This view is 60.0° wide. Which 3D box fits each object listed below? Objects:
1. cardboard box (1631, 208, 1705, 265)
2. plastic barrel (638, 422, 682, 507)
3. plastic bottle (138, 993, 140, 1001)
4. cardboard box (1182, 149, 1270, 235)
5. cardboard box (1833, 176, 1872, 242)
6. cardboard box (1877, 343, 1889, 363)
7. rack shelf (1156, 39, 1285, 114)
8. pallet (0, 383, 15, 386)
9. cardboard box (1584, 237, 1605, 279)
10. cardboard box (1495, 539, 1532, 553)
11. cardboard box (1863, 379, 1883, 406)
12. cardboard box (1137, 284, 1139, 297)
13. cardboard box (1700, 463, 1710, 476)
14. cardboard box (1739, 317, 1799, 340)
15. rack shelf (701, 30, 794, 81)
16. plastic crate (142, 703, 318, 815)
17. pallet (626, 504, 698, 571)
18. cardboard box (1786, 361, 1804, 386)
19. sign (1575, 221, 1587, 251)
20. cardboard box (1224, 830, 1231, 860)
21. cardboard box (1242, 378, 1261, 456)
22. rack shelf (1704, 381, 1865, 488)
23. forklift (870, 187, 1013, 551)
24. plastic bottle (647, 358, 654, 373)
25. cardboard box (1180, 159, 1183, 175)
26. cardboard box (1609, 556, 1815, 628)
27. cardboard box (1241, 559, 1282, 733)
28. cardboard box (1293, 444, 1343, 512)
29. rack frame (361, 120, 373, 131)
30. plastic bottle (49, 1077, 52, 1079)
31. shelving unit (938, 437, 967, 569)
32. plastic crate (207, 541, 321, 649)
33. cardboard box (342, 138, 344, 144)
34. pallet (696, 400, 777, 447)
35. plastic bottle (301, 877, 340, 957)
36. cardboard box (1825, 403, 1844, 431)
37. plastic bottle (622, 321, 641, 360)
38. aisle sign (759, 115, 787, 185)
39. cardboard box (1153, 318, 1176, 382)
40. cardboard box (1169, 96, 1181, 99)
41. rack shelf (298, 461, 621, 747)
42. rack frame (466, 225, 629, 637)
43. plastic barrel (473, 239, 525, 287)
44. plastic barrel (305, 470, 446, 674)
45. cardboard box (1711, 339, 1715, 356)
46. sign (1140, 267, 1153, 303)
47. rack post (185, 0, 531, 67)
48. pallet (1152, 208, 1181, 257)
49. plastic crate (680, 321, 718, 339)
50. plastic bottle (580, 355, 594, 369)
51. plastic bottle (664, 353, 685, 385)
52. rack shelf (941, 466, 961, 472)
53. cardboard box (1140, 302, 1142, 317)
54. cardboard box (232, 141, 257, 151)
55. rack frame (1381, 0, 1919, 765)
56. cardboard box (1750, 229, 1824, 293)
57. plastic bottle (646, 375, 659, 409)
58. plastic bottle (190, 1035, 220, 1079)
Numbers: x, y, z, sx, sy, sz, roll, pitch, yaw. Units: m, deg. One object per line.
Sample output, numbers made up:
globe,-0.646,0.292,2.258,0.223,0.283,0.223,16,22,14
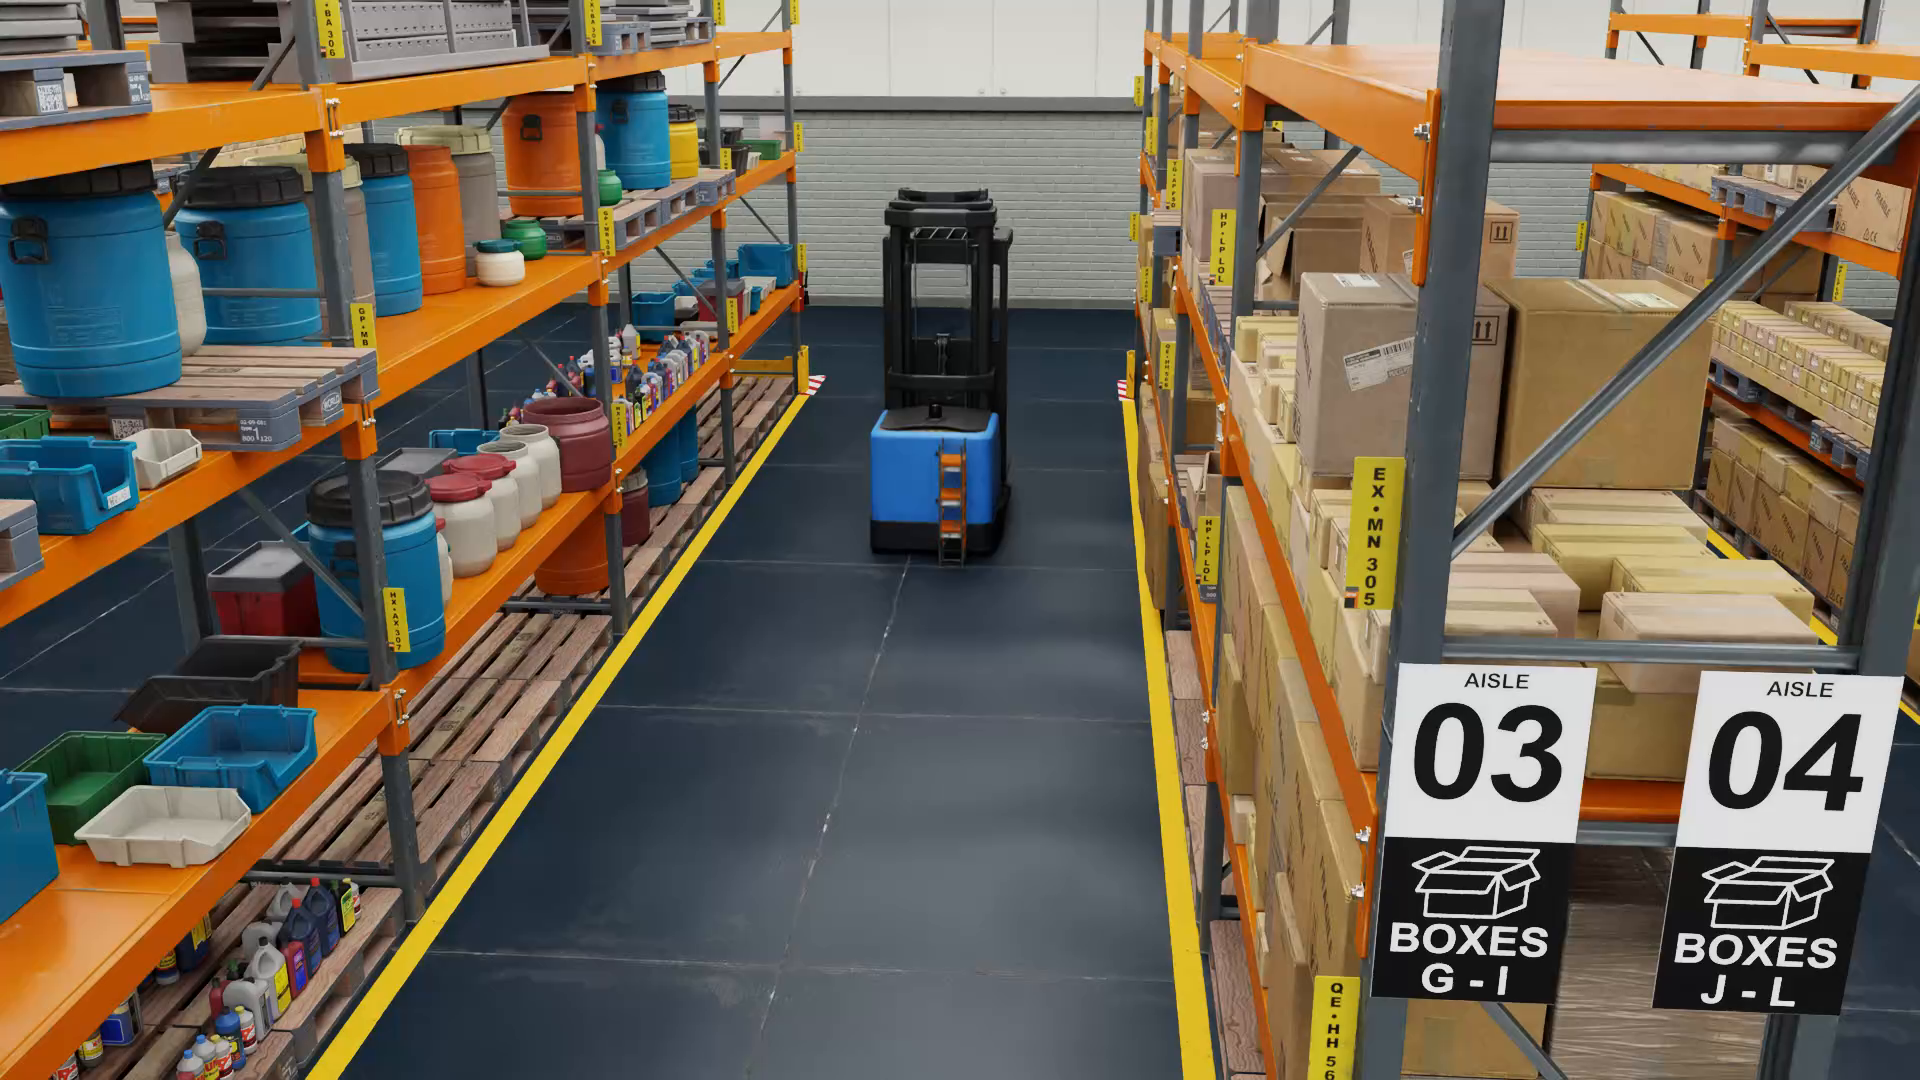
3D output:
cardboard box,7.067,-3.028,16.603,0.500,0.500,0.500,1,18,2
plastic barrel,-2.788,-0.798,14.737,0.600,0.901,0.708,1,18,4
plastic bottle,-3.713,1.934,7.377,0.097,0.271,0.097,0,18,0
cardboard box,1.682,-2.202,10.544,0.500,0.500,0.500,1,18,4
cardboard box,6.763,-2.456,12.123,0.500,0.500,0.500,1,18,4
cardboard box,7.231,-1.400,12.651,0.380,0.149,0.250,2,18,6
rack shelf,2.116,-3.571,12.668,1.077,0.370,4.000,1,18,4
pallet,-7.773,-1.366,14.084,1.003,0.211,1.213,1,18,4
cardboard box,7.178,-3.029,18.213,0.500,0.500,0.500,2,18,7
cardboard box,1.722,0.195,4.434,0.500,0.250,0.500,1,18,3
cardboard box,6.490,-1.015,11.476,0.380,0.149,0.250,1,18,2
cardboard box,-3.115,-1.193,13.086,10.414,0.500,11.691,1,18,2
cardboard box,6.888,-0.706,15.663,0.380,0.149,0.250,2,18,5
cardboard box,6.657,-1.739,13.685,0.380,0.149,0.250,1,18,3
rack shelf,-2.538,-4.924,16.797,1.077,0.370,4.000,1,18,4
plastic crate,-3.063,0.921,7.034,0.499,0.251,0.616,1,18,4
pallet,-2.863,-0.040,14.207,1.003,0.211,1.213,1,18,4
cardboard box,6.584,-1.275,12.748,0.380,0.149,0.250,2,18,5
sign,12.236,-6.060,20.377,10.293,4.268,5.818,1,18,4
cardboard box,1.751,1.400,8.642,0.700,0.500,0.500,0,18,0
cardboard box,1.365,-0.445,6.386,0.500,0.250,0.500,1,18,3
rack shelf,7.056,-0.768,13.106,1.077,0.370,4.000,1,18,4
forklift,-0.104,-1.710,14.936,1.130,2.935,3.031,2,18,5
plastic bottle,-2.601,-1.406,14.105,0.097,0.271,0.097,0,18,0
cardboard box,2.091,-3.118,13.771,0.500,0.311,0.500,1,18,2
cardboard box,1.764,0.151,3.928,0.380,0.149,0.250,2,18,5
cardboard box,1.329,0.392,6.166,0.500,0.500,0.500,1,18,4
cardboard box,1.208,-0.187,4.961,0.380,0.149,0.250,0,18,1
rack frame,-7.907,-2.376,11.731,1.000,5.808,16.090,1,18,4
plastic bottle,-3.695,2.169,6.642,0.061,0.283,0.133,1,18,4
shelving unit,-0.061,-0.300,13.652,0.215,1.050,0.252,2,18,5
plastic crate,-3.525,0.313,8.548,0.402,0.464,0.583,1,18,4
cardboard box,-7.155,-4.372,18.372,0.500,0.250,0.500,1,18,4
pallet,-2.582,-1.268,17.954,1.003,0.211,1.213,1,18,4
plastic bottle,-3.013,1.757,7.792,0.144,0.351,0.185,1,18,2
cardboard box,6.527,-0.890,12.050,0.380,0.149,0.250,2,18,5
plastic bottle,-2.880,-1.423,14.029,0.643,0.351,2.872,1,18,4
aisle sign,-2.097,-4.478,19.096,0.394,0.787,0.004,1,18,4
cardboard box,1.942,-1.628,14.413,0.500,0.500,0.500,1,18,4
cardboard box,2.298,-4.005,16.015,0.700,0.500,0.500,2,18,7
rack shelf,-3.111,0.221,10.086,1.077,0.370,4.000,1,18,4
rack frame,-2.968,-0.742,11.870,1.000,3.000,0.127,1,18,4
plastic barrel,-2.826,-1.701,10.203,0.301,0.262,0.301,0,18,0
plastic barrel,-2.925,0.149,8.346,0.600,0.901,0.708,1,18,4
cardboard box,6.712,-1.700,14.522,0.380,0.149,0.250,0,18,1
sign,1.706,-2.335,15.213,0.100,0.325,0.005,1,18,4
rack post,-3.211,-3.059,8.986,0.935,0.934,2.738,1,18,4
pallet,1.966,-2.168,11.709,1.213,0.211,1.003,2,18,6
plastic crate,-2.505,-2.029,16.124,0.396,0.136,0.243,1,18,4
plastic bottle,-3.177,-1.430,14.170,0.152,0.276,0.135,1,18,4
plastic bottle,-2.459,-1.484,14.333,0.152,0.276,0.135,1,18,4
rack shelf,-0.061,-0.607,13.551,0.166,0.050,0.221,2,18,5
cardboard box,2.082,-2.416,17.382,0.380,0.149,0.250,1,18,3
cardboard box,-7.305,-3.988,16.399,0.500,0.250,0.500,1,18,4
rack frame,1.399,-0.998,3.016,1.000,3.000,0.127,1,18,4
cardboard box,7.475,-2.530,15.084,0.500,0.500,0.500,2,18,5
plastic bottle,-2.496,-1.202,13.481,0.097,0.271,0.097,0,18,0
plastic bottle,-3.069,2.137,6.760,0.097,0.271,0.097,0,18,0
